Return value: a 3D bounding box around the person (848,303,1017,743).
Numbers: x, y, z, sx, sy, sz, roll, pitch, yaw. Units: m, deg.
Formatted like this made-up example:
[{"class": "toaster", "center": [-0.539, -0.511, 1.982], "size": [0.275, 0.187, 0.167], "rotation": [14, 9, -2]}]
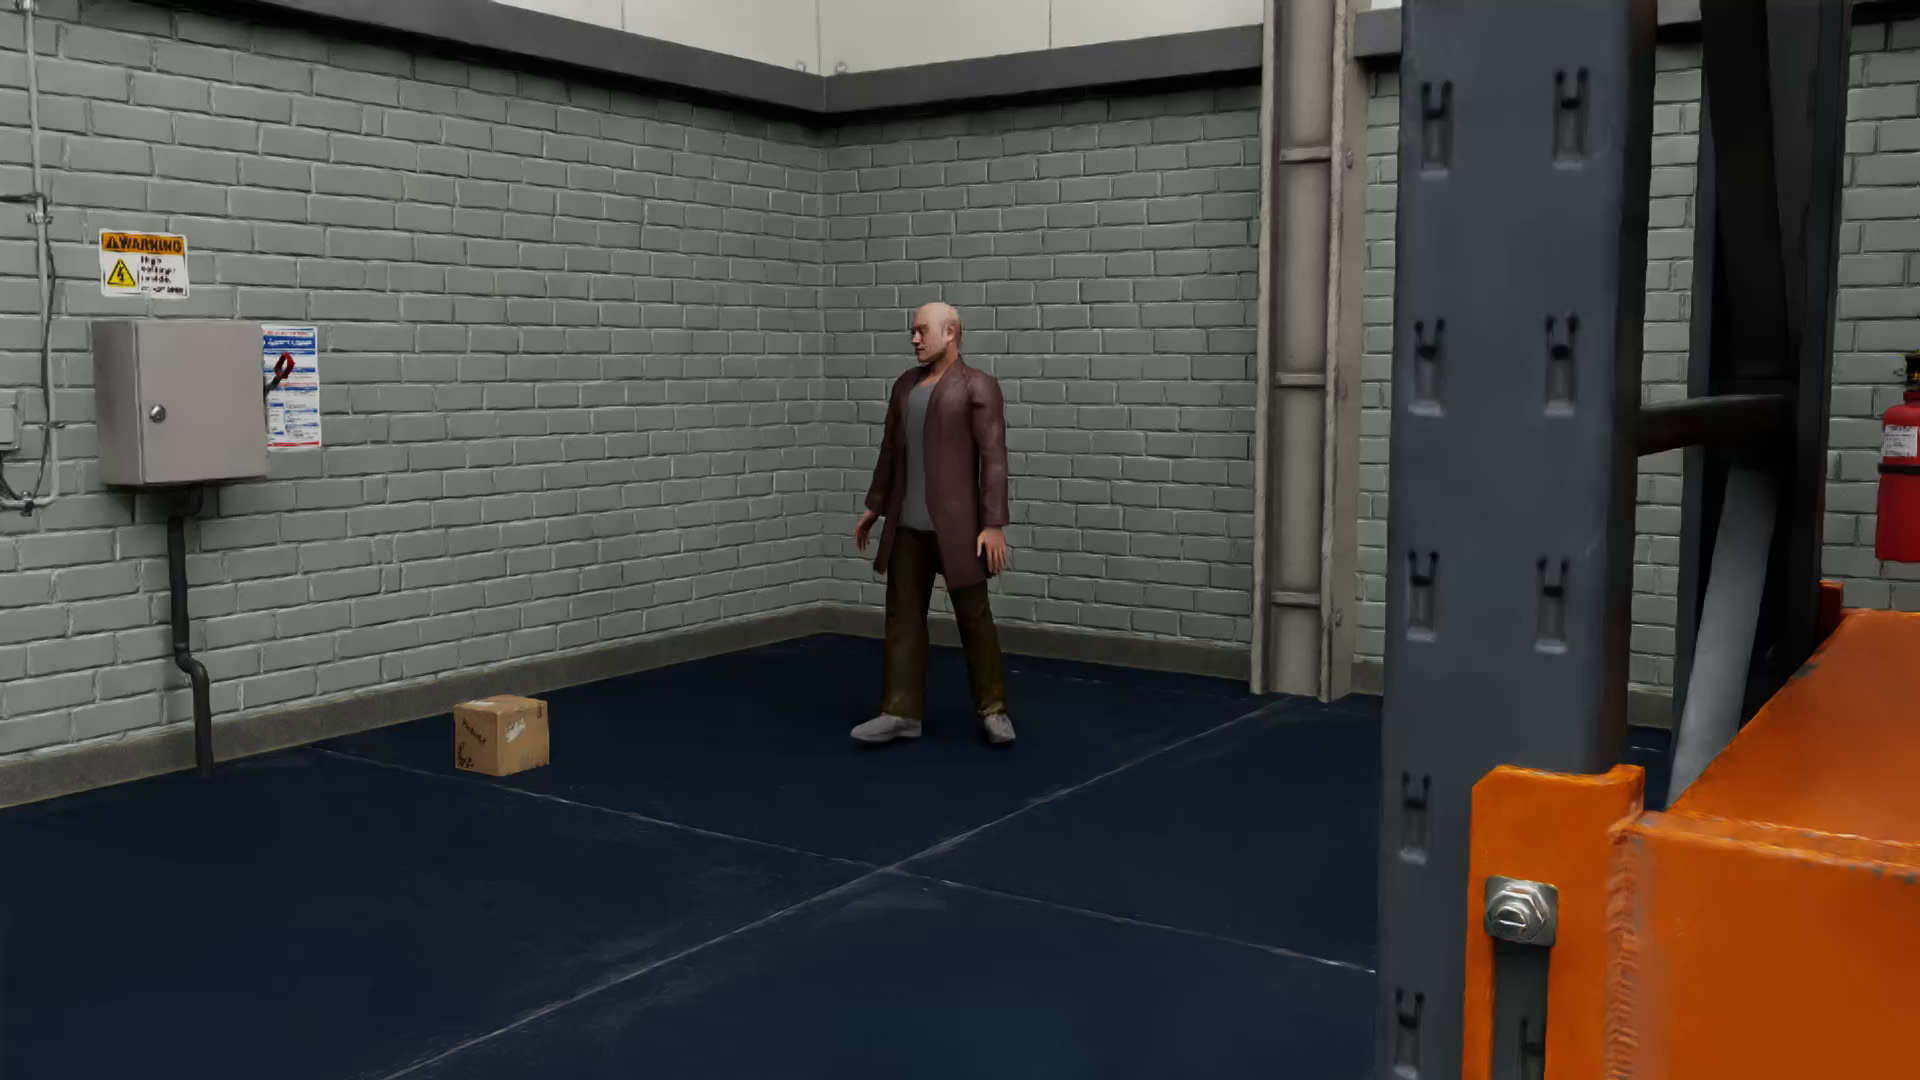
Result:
[{"class": "person", "center": [-0.130, -0.065, 6.735], "size": [0.748, 1.776, 0.648], "rotation": [5, 8, 38]}]
